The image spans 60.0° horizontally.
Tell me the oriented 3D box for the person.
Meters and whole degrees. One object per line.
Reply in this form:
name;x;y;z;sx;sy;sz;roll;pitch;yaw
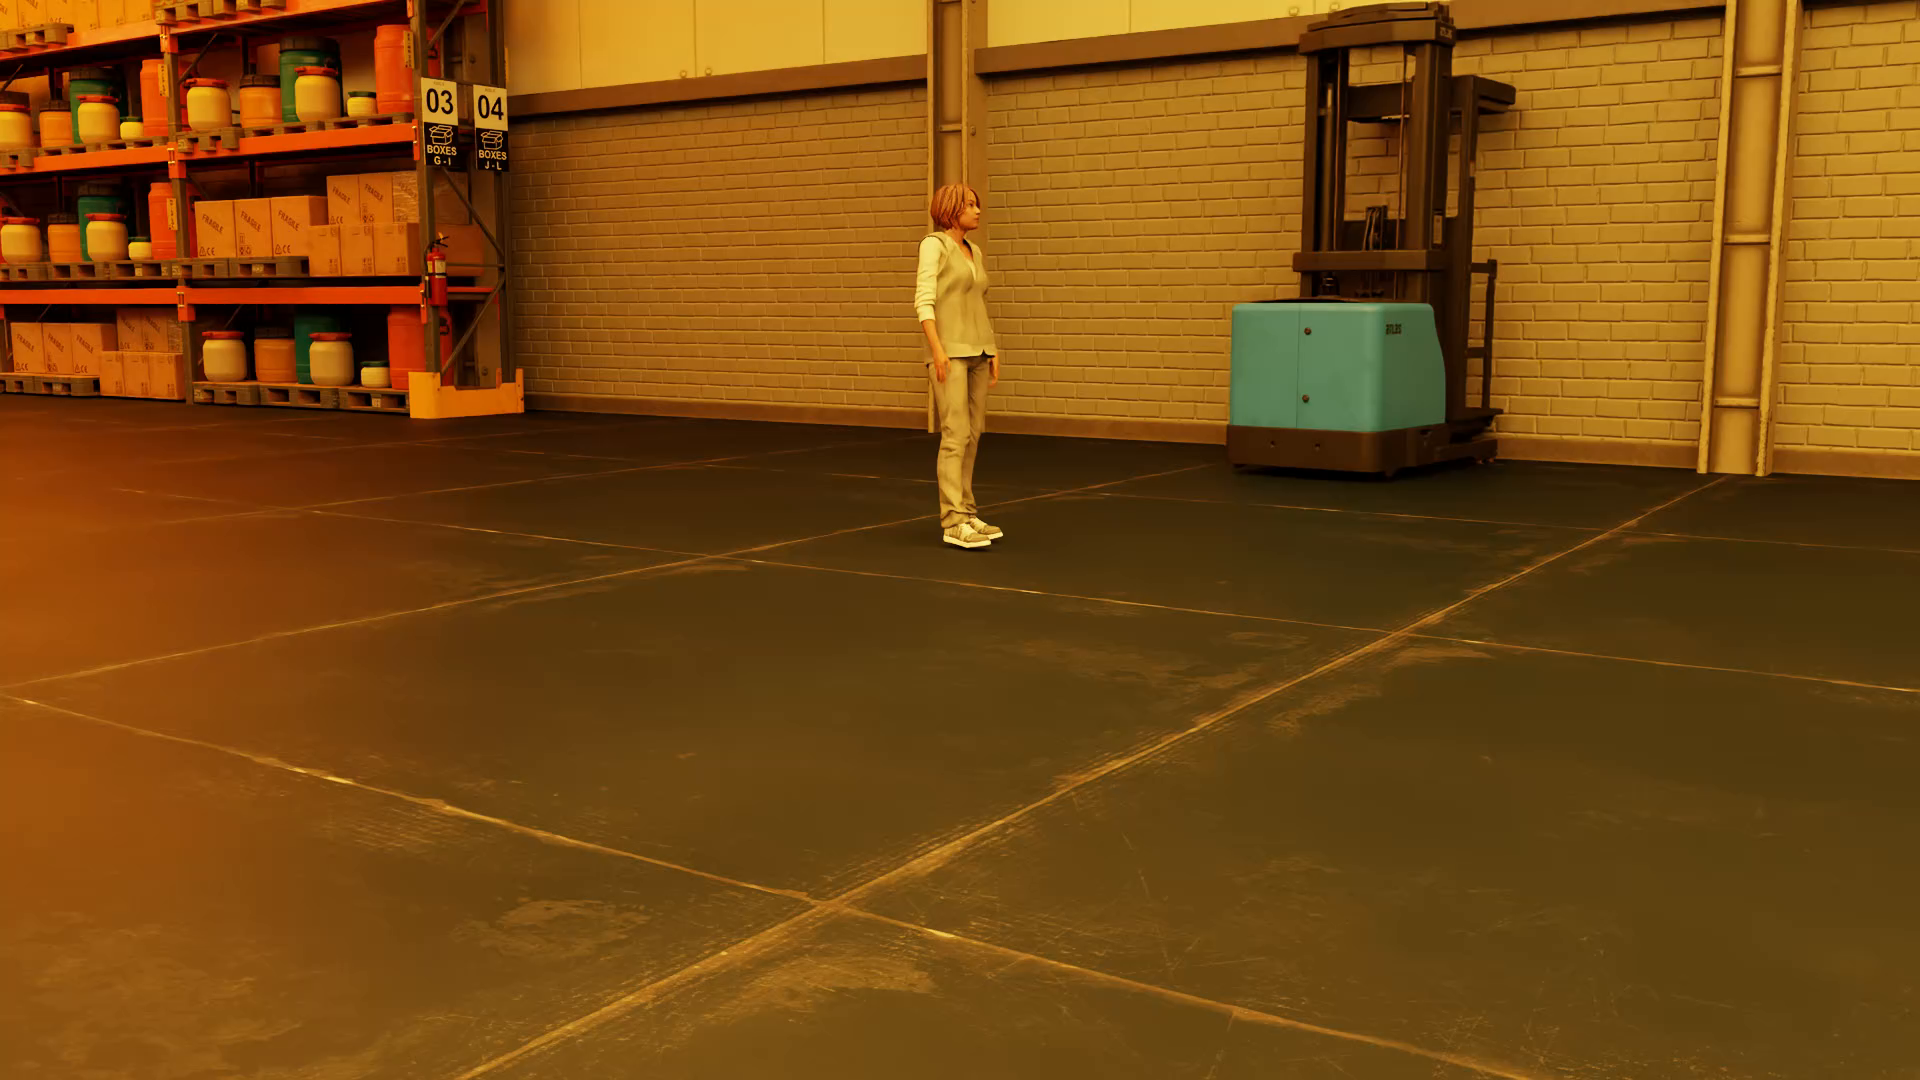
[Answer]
person;0.054;-0.791;7.437;0.473;1.599;0.520;5;10;34

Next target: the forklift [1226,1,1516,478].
forklift;2.999;-1.989;11.180;1.130;2.935;3.031;6;10;38
